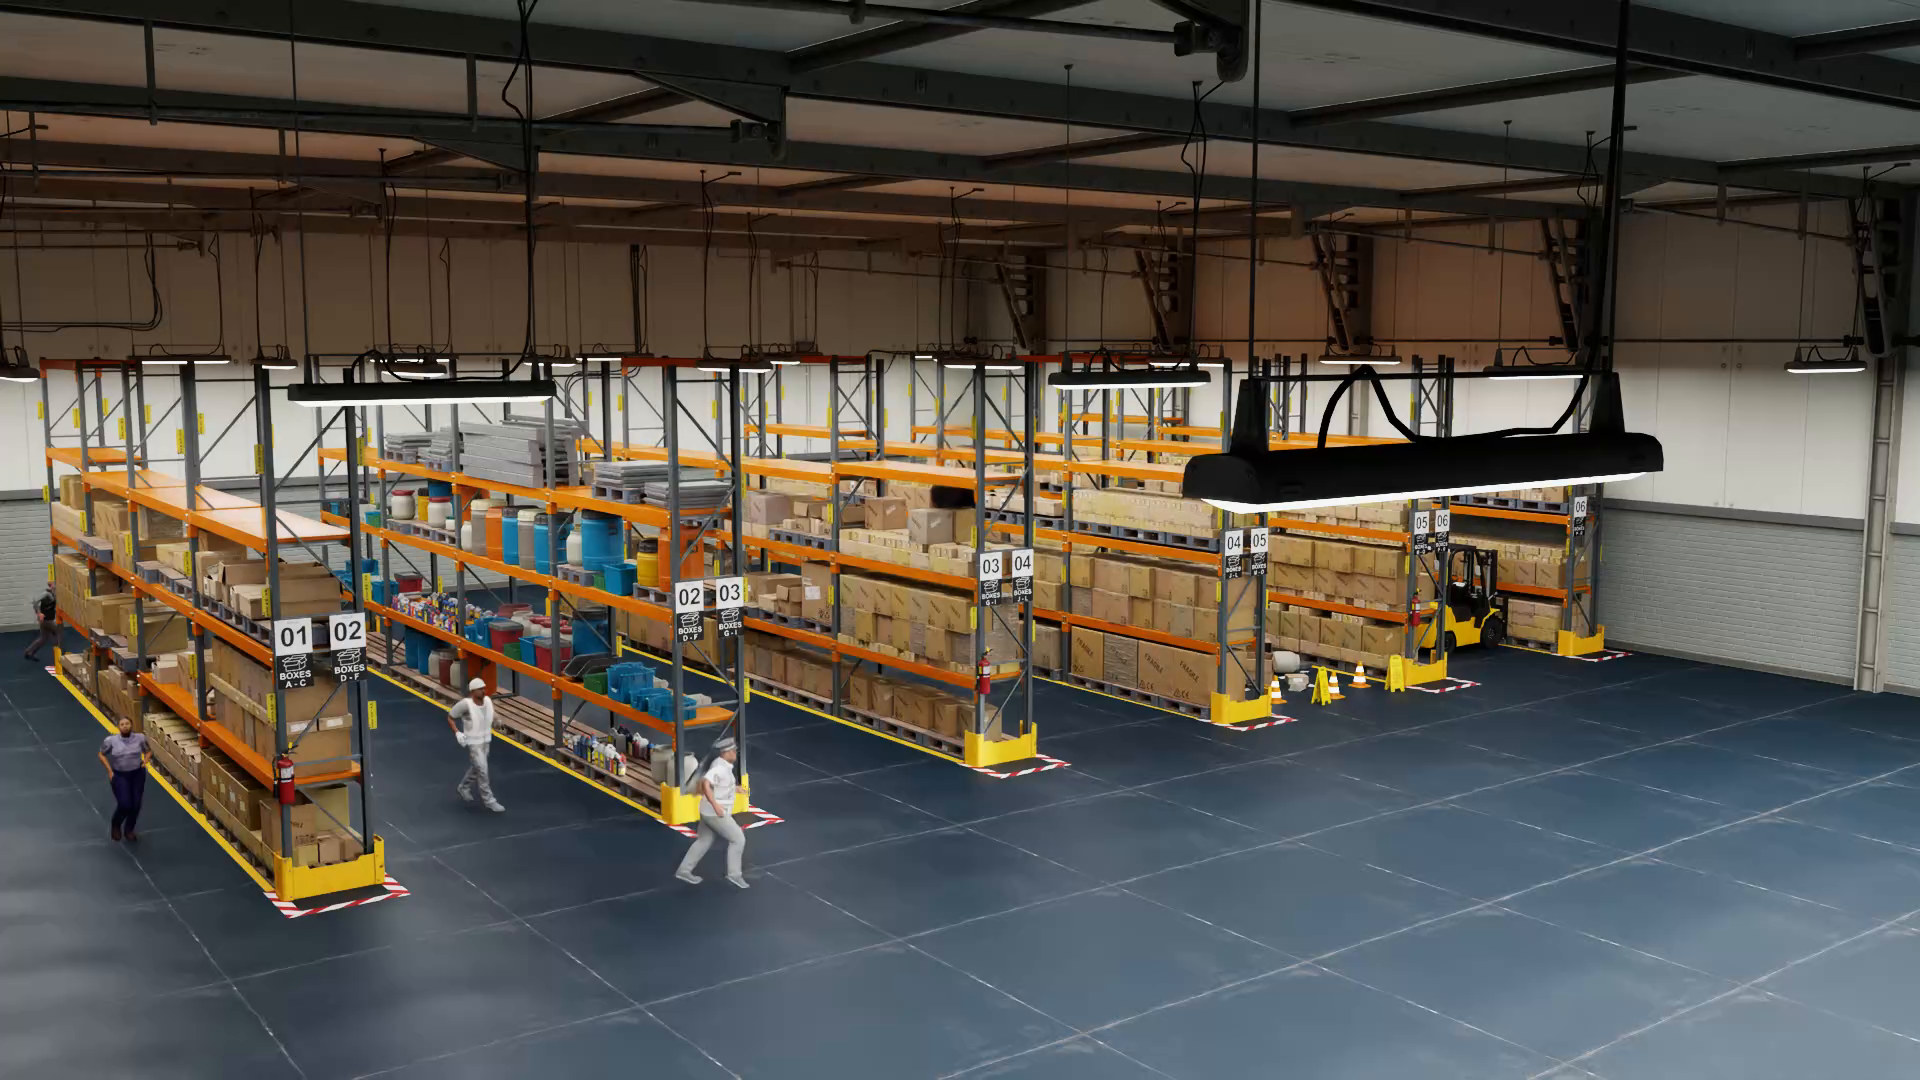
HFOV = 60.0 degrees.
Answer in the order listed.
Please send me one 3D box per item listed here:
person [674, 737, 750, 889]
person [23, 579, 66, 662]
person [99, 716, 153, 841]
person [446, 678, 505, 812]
[{"bbox_3d":[-2.862,3.181,19.195,0.855,1.804,0.674,-2,7,-14],"label":"person"},{"bbox_3d":[-17.864,1.625,32.513,0.877,1.792,0.658,-3,7,-23],"label":"person"},{"bbox_3d":[-10.483,3.014,20.989,0.587,1.613,0.583,-6,9,-39],"label":"person"},{"bbox_3d":[-6.537,2.742,22.456,0.902,1.788,0.676,4,8,30],"label":"person"}]
